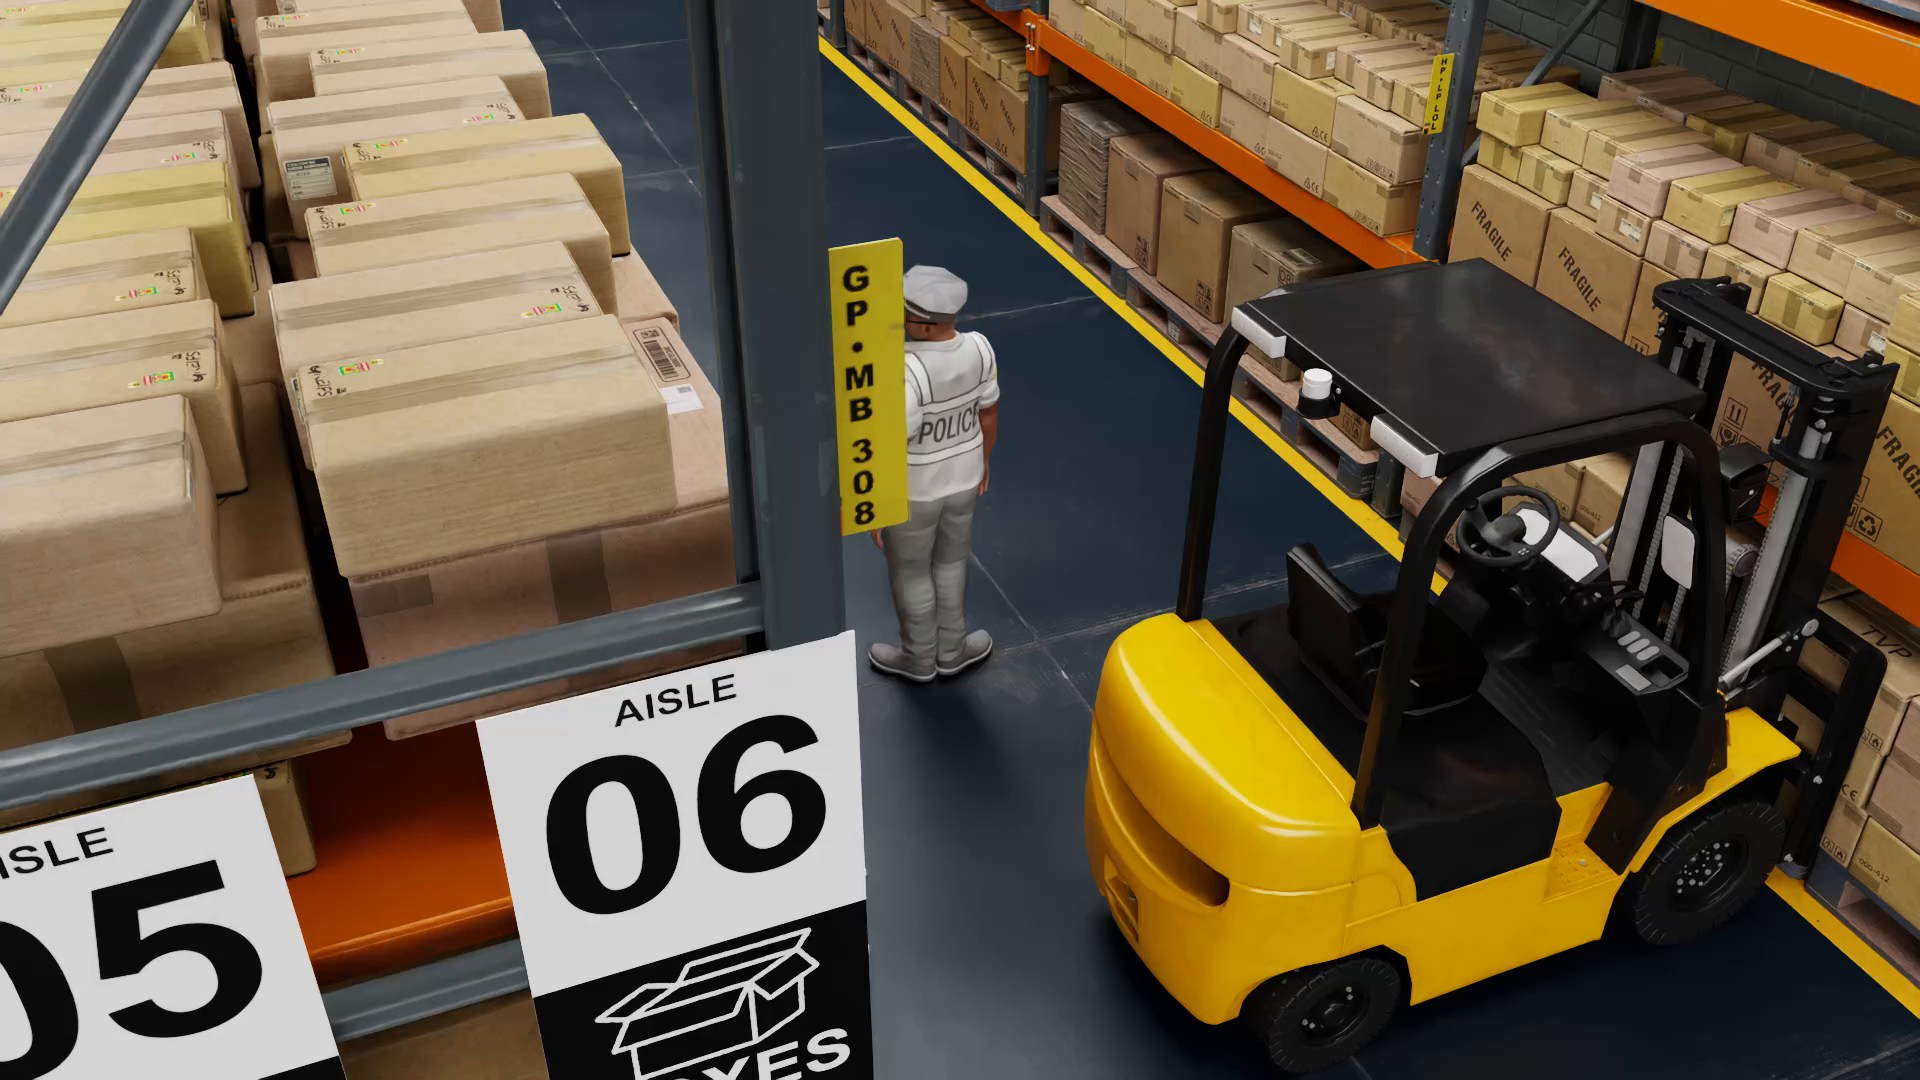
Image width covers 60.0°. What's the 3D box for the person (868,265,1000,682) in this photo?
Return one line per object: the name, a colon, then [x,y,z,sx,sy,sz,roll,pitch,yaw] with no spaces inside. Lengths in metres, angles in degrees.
person: [-0.122,-0.236,6.462,0.611,1.762,0.396,-21,39,-29]
